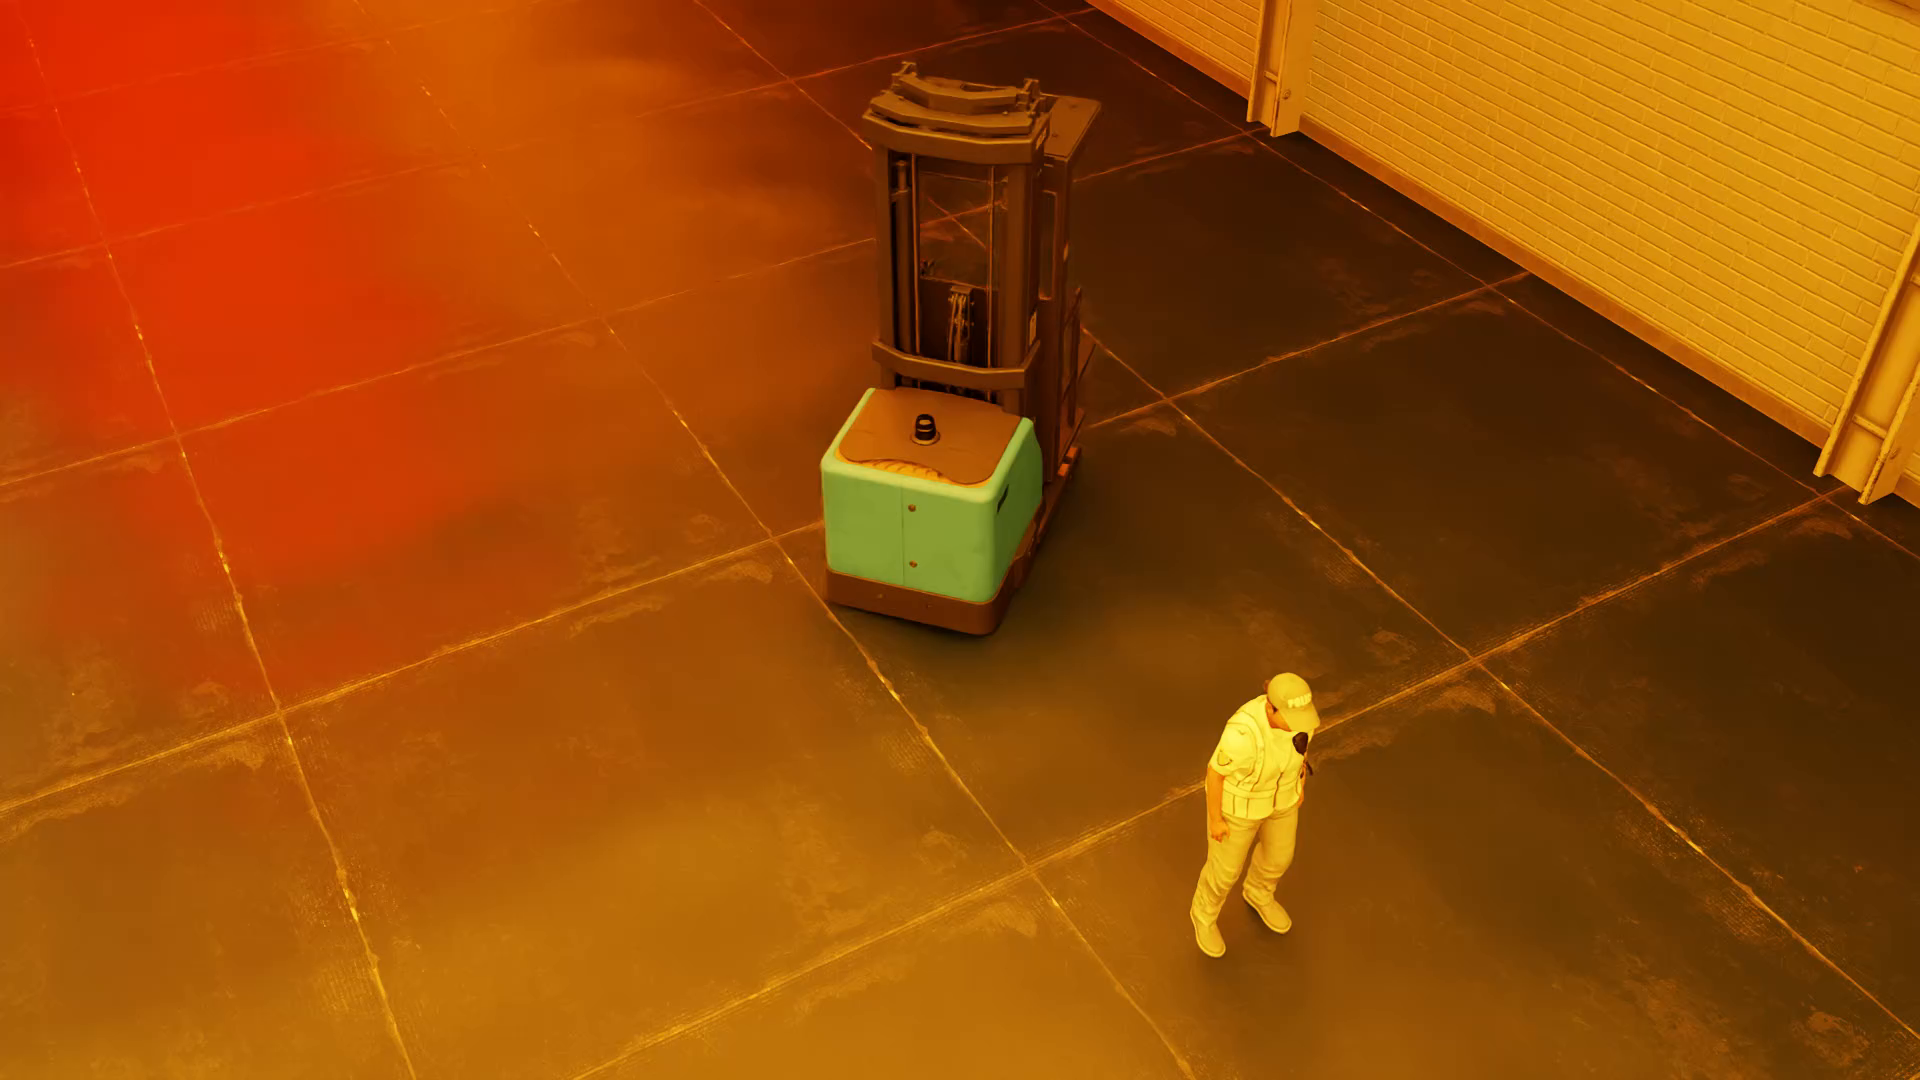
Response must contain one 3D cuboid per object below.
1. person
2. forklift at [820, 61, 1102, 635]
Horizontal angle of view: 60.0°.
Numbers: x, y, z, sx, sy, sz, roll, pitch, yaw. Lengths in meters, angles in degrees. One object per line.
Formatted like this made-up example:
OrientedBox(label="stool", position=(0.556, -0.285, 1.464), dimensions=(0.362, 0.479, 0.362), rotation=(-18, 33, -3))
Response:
OrientedBox(label="person", position=(1.358, 1.205, 7.579), dimensions=(0.533, 1.667, 0.465), rotation=(-17, 43, -19))
OrientedBox(label="forklift", position=(0.158, -1.531, 9.882), dimensions=(1.130, 2.935, 3.031), rotation=(12, 41, 14))
